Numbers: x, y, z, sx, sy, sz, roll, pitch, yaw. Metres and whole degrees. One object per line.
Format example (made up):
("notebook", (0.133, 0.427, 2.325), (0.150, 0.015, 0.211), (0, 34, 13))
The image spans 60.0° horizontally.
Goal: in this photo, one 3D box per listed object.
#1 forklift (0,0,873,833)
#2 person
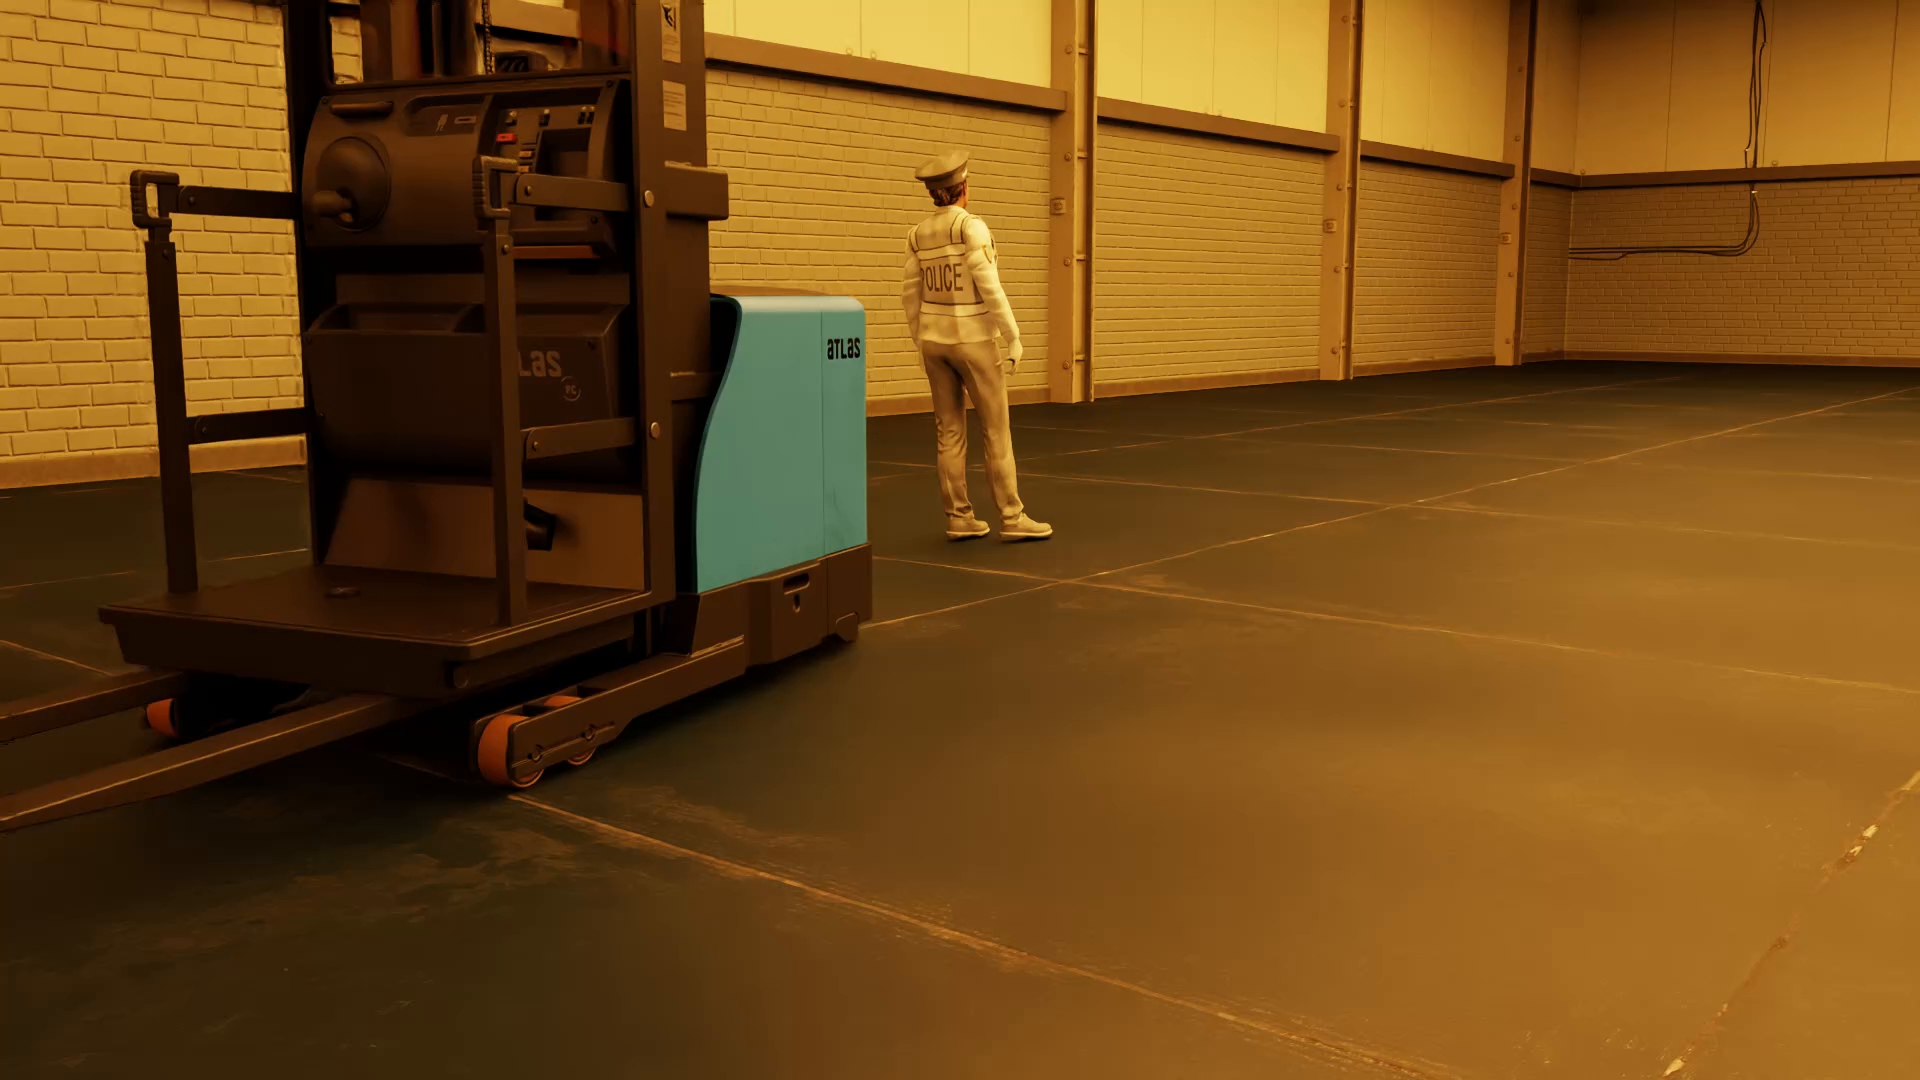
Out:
("forklift", (-1.329, -0.972, 3.926), (1.130, 2.935, 3.031), (4, 9, 23))
("person", (0.048, -0.852, 7.330), (0.588, 1.695, 0.531), (7, 11, 38))
